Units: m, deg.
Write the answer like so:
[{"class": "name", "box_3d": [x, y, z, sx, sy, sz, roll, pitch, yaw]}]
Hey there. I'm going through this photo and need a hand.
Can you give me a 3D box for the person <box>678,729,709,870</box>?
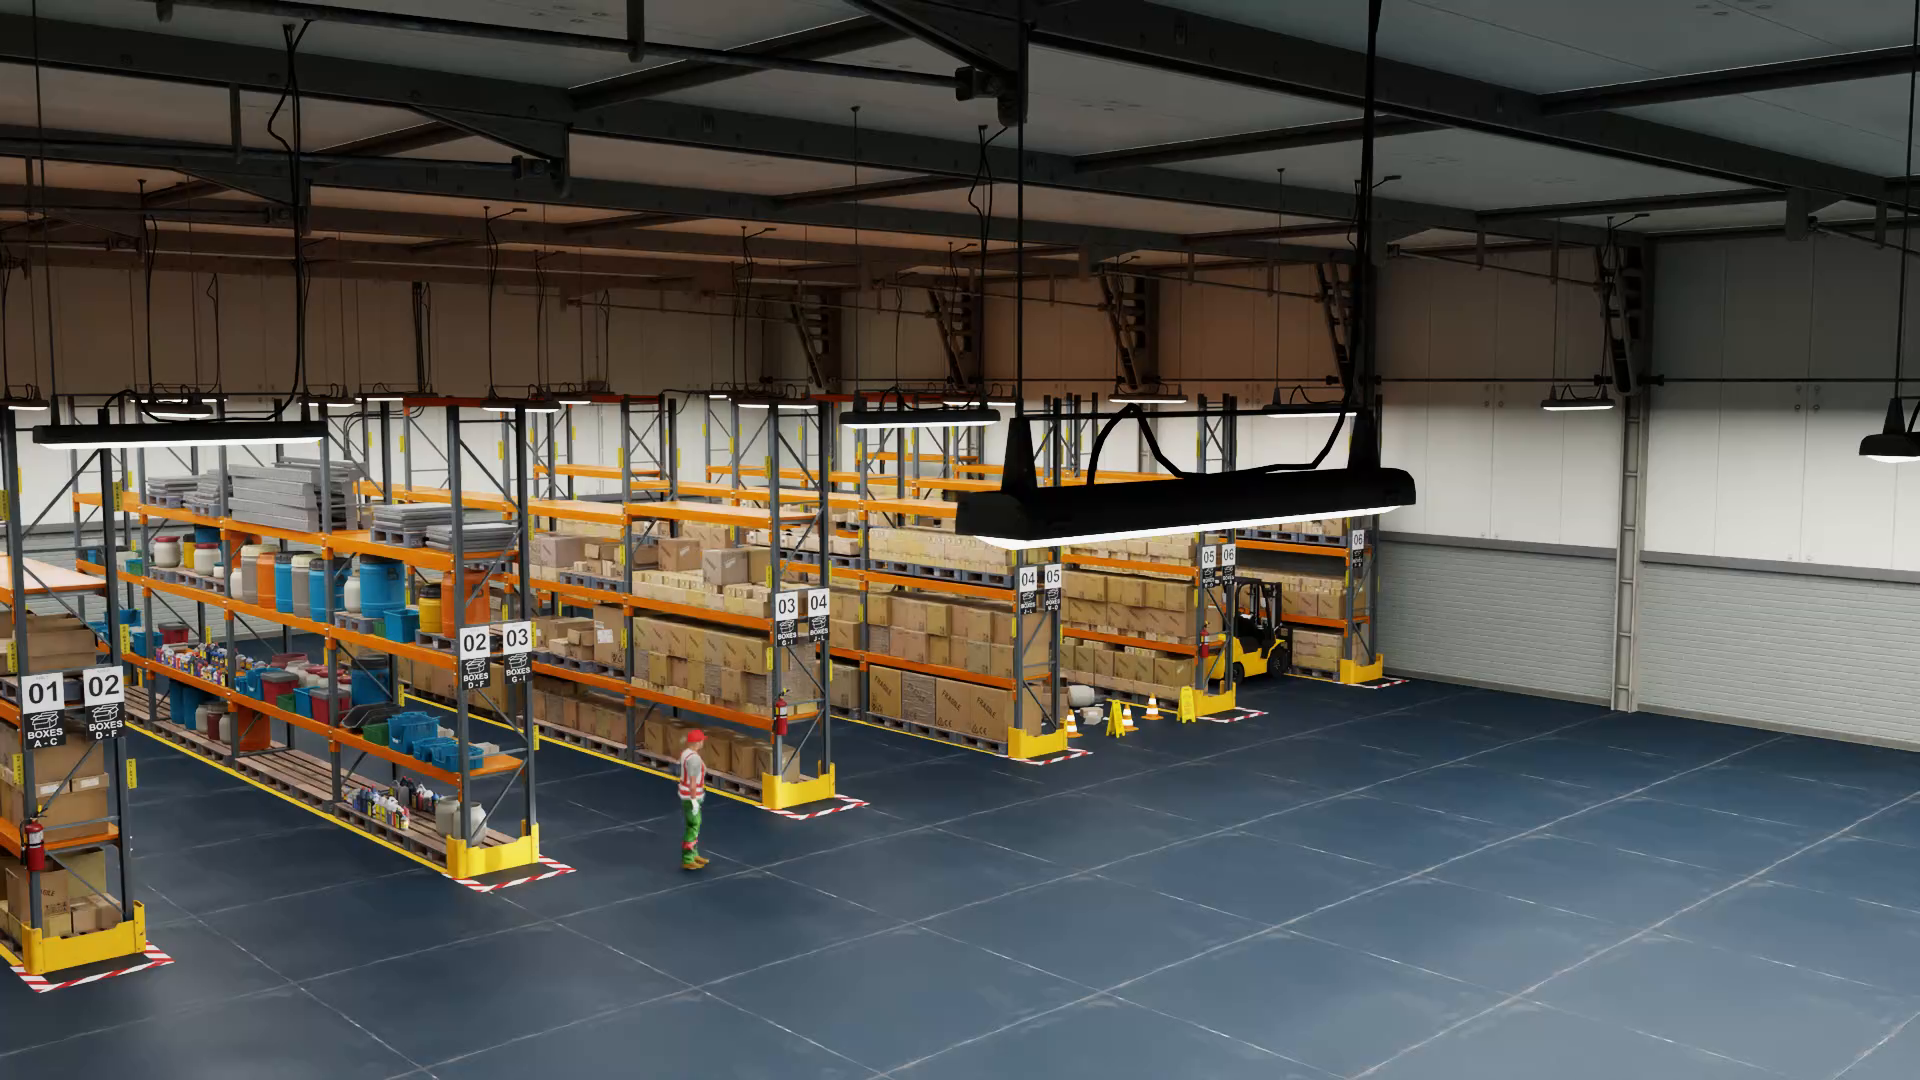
[{"class": "person", "box_3d": [-3.460, 3.355, 21.606, 0.399, 1.803, 0.582, -2, 6, -16]}]
